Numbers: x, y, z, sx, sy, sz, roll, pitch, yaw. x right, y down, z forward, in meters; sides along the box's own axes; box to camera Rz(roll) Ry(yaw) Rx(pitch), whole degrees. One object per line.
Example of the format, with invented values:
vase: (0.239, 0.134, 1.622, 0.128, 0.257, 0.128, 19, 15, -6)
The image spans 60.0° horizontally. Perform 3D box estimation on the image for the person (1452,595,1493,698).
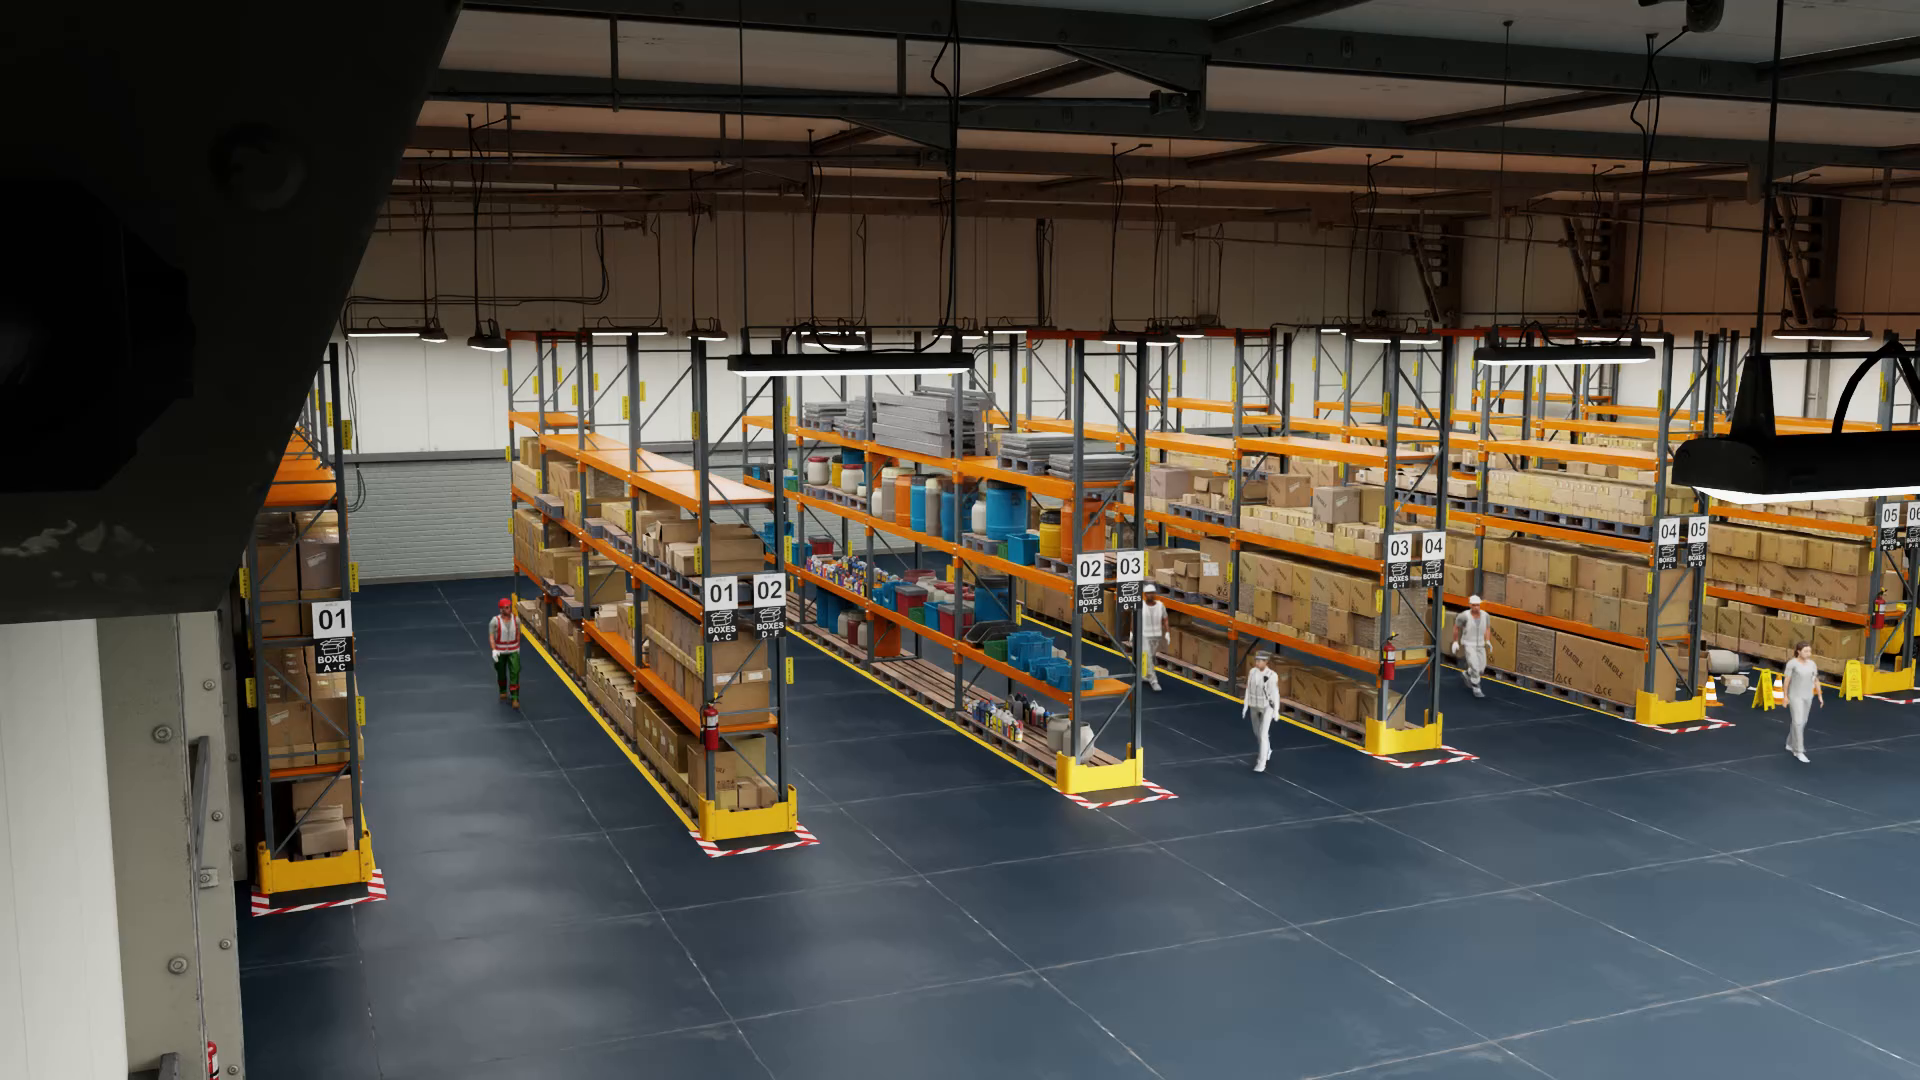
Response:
person: (8.511, 1.734, 27.712, 0.592, 1.698, 0.796, -2, 8, -12)

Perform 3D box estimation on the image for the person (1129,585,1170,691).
person: (3.258, 1.619, 28.187, 0.595, 1.719, 1.033, -3, 8, -21)

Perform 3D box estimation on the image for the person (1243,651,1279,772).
person: (4.238, 2.346, 23.291, 0.478, 1.650, 0.784, 7, 11, 43)

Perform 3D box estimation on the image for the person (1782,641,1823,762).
person: (12.056, 2.285, 23.799, 0.501, 1.698, 0.619, -1, 8, -7)

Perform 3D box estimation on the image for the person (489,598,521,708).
person: (-7.338, 1.803, 26.874, 0.517, 1.726, 1.067, -3, 8, -20)
